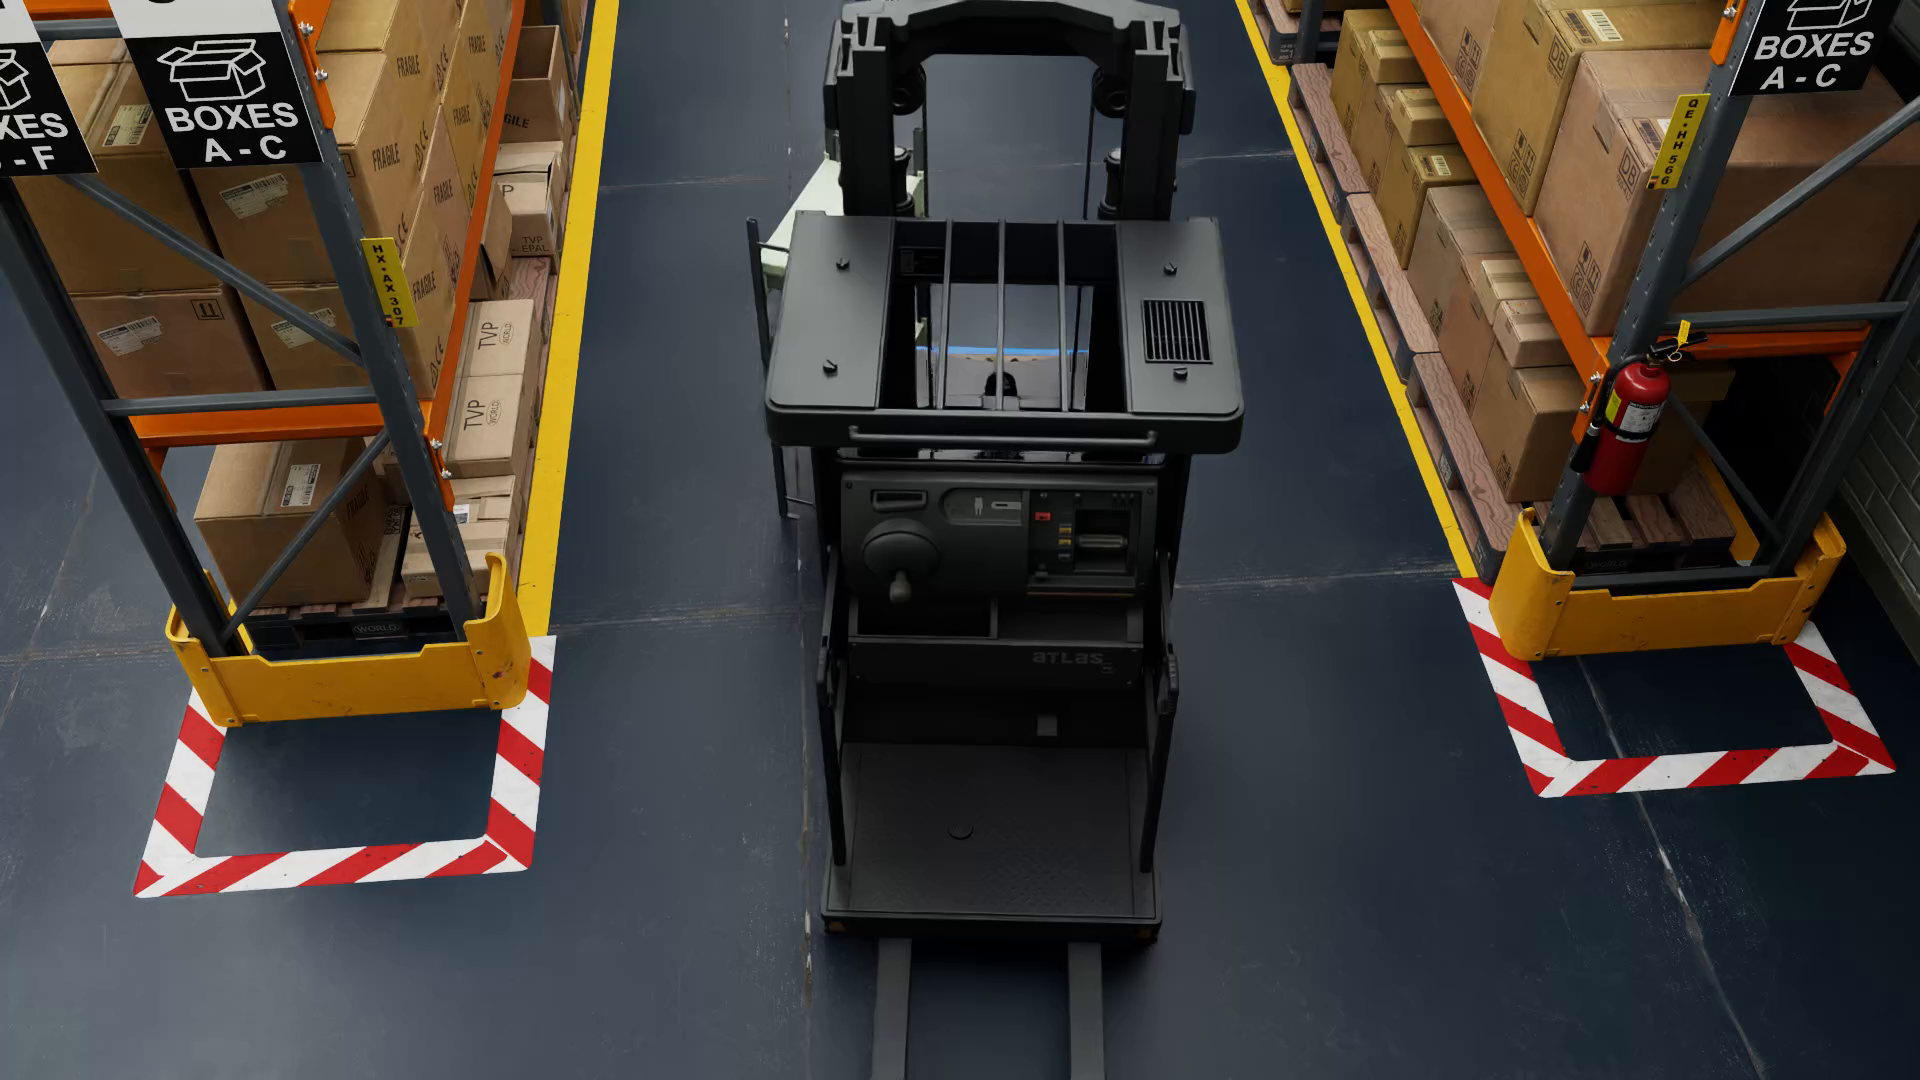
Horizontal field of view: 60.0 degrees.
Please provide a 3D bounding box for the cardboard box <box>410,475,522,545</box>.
[{"bbox_3d":[-1.951,-0.113,6.576,0.380,0.166,0.250,-3,47,-3],"label":"cardboard box"}]

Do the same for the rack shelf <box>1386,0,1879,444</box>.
[{"bbox_3d":[2.531,-1.935,7.149,1.077,0.370,4.000,-3,47,-3],"label":"rack shelf"}]

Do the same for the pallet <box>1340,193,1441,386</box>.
[{"bbox_3d":[2.455,-1.231,7.907,1.003,0.211,1.213,-3,47,-3],"label":"pallet"}]

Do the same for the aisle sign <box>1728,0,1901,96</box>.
[{"bbox_3d":[2.406,-1.559,4.507,0.394,0.787,0.004,-3,47,-3],"label":"aisle sign"}]

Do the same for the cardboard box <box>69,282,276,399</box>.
[{"bbox_3d":[-2.546,-0.774,5.484,0.500,0.500,0.500,-2,47,-2],"label":"cardboard box"}]

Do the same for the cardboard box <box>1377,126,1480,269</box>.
[{"bbox_3d":[2.404,-1.632,7.798,0.700,0.500,0.500,-3,47,-2],"label":"cardboard box"}]

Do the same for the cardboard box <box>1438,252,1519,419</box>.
[{"bbox_3d":[2.498,-0.883,7.089,0.700,0.500,0.500,-4,47,-3],"label":"cardboard box"}]

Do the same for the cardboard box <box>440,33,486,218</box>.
[{"bbox_3d":[-2.099,-1.539,6.210,0.500,0.500,0.500,-4,47,-3],"label":"cardboard box"}]

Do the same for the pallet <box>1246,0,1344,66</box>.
[{"bbox_3d":[2.224,-3.224,9.795,1.003,0.211,1.213,-3,47,-3],"label":"pallet"}]

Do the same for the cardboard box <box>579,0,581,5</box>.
[{"bbox_3d":[-2.426,-3.367,9.428,0.500,0.500,0.500,-3,47,-3],"label":"cardboard box"}]

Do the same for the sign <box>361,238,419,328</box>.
[{"bbox_3d":[-1.697,-0.762,4.946,0.100,0.325,0.005,-3,47,-3],"label":"sign"}]

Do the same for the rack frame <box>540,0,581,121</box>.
[{"bbox_3d":[-2.572,-3.326,7.970,1.000,3.000,0.127,-3,47,-3],"label":"rack frame"}]

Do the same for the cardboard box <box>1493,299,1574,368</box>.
[{"bbox_3d":[2.348,-0.826,6.588,0.380,0.149,0.250,-4,47,-4],"label":"cardboard box"}]

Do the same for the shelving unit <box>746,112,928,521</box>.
[{"bbox_3d":[-0.449,-0.831,6.640,0.431,1.500,0.755,14,48,13],"label":"shelving unit"}]

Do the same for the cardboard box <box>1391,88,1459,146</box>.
[{"bbox_3d":[2.215,-1.954,7.656,0.380,0.149,0.250,-5,47,-4],"label":"cardboard box"}]

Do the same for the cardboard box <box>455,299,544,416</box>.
[{"bbox_3d":[-2.084,-0.772,7.142,0.500,0.250,0.500,-3,47,-3],"label":"cardboard box"}]

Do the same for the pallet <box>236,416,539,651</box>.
[{"bbox_3d":[-2.312,-0.104,6.840,1.003,0.211,1.213,-3,47,-3],"label":"pallet"}]

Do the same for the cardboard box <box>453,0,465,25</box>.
[{"bbox_3d":[-2.144,-2.254,6.198,0.500,0.500,0.500,-4,47,-4],"label":"cardboard box"}]

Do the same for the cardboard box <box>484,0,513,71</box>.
[{"bbox_3d":[-2.185,-2.270,6.901,0.500,0.500,0.500,-3,47,-2],"label":"cardboard box"}]

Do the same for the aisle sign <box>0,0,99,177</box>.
[{"bbox_3d":[-2.537,-1.258,4.221,0.394,0.787,0.004,-3,47,-3],"label":"aisle sign"}]

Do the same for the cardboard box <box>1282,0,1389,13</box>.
[{"bbox_3d":[2.180,-3.497,9.324,0.750,0.750,0.750,-3,47,-3],"label":"cardboard box"}]

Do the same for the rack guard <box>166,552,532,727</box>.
[{"bbox_3d":[-2.244,0.373,6.189,1.175,0.500,0.348,-3,47,-3],"label":"rack guard"}]

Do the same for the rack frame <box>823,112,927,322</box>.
[{"bbox_3d":[-0.331,-1.082,6.878,0.400,1.500,0.023,14,48,13],"label":"rack frame"}]

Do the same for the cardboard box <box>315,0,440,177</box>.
[{"bbox_3d":[-2.063,-1.525,5.507,0.500,0.500,0.500,-3,47,-3],"label":"cardboard box"}]

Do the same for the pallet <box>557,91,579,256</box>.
[{"bbox_3d":[-2.516,-1.870,8.512,1.003,0.211,1.213,-3,47,-3],"label":"pallet"}]

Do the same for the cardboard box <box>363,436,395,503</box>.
[{"bbox_3d":[-2.473,-0.286,6.739,0.380,0.166,0.250,-3,47,-3],"label":"cardboard box"}]

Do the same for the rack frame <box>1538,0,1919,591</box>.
[{"bbox_3d":[2.699,-0.735,5.517,1.000,3.000,0.127,-3,47,-3],"label":"rack frame"}]

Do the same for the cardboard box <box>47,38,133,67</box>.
[{"bbox_3d":[-2.592,-1.481,5.465,0.500,0.500,0.500,-2,47,-2],"label":"cardboard box"}]

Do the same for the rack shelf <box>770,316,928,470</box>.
[{"bbox_3d":[-0.448,-0.606,6.877,0.431,0.370,0.720,14,48,13],"label":"rack shelf"}]

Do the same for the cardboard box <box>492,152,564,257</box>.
[{"bbox_3d":[-2.179,-1.615,7.899,0.500,0.311,0.500,-3,47,-3],"label":"cardboard box"}]

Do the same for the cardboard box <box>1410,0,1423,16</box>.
[{"bbox_3d":[2.448,-2.811,7.276,0.980,0.700,0.700,-5,47,-4],"label":"cardboard box"}]

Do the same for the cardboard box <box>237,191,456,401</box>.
[{"bbox_3d":[-2.012,-0.803,5.512,0.500,0.500,0.500,-3,47,-2],"label":"cardboard box"}]

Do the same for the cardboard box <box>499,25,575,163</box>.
[{"bbox_3d":[-2.242,-2.222,8.344,0.500,0.500,0.500,-3,47,-3],"label":"cardboard box"}]

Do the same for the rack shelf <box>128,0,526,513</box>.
[{"bbox_3d":[-2.405,-1.631,6.861,1.077,0.370,4.000,-3,47,-3],"label":"rack shelf"}]

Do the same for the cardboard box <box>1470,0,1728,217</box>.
[{"bbox_3d":[2.574,-1.733,6.255,0.980,0.700,0.700,-4,47,-4],"label":"cardboard box"}]

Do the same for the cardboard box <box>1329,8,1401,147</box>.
[{"bbox_3d":[2.324,-2.367,8.495,0.700,0.500,0.500,-3,47,-3],"label":"cardboard box"}]

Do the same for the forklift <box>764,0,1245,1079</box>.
[{"bbox_3d":[0.110,0.093,4.780,1.130,2.935,3.031,1,47,1],"label":"forklift"}]
